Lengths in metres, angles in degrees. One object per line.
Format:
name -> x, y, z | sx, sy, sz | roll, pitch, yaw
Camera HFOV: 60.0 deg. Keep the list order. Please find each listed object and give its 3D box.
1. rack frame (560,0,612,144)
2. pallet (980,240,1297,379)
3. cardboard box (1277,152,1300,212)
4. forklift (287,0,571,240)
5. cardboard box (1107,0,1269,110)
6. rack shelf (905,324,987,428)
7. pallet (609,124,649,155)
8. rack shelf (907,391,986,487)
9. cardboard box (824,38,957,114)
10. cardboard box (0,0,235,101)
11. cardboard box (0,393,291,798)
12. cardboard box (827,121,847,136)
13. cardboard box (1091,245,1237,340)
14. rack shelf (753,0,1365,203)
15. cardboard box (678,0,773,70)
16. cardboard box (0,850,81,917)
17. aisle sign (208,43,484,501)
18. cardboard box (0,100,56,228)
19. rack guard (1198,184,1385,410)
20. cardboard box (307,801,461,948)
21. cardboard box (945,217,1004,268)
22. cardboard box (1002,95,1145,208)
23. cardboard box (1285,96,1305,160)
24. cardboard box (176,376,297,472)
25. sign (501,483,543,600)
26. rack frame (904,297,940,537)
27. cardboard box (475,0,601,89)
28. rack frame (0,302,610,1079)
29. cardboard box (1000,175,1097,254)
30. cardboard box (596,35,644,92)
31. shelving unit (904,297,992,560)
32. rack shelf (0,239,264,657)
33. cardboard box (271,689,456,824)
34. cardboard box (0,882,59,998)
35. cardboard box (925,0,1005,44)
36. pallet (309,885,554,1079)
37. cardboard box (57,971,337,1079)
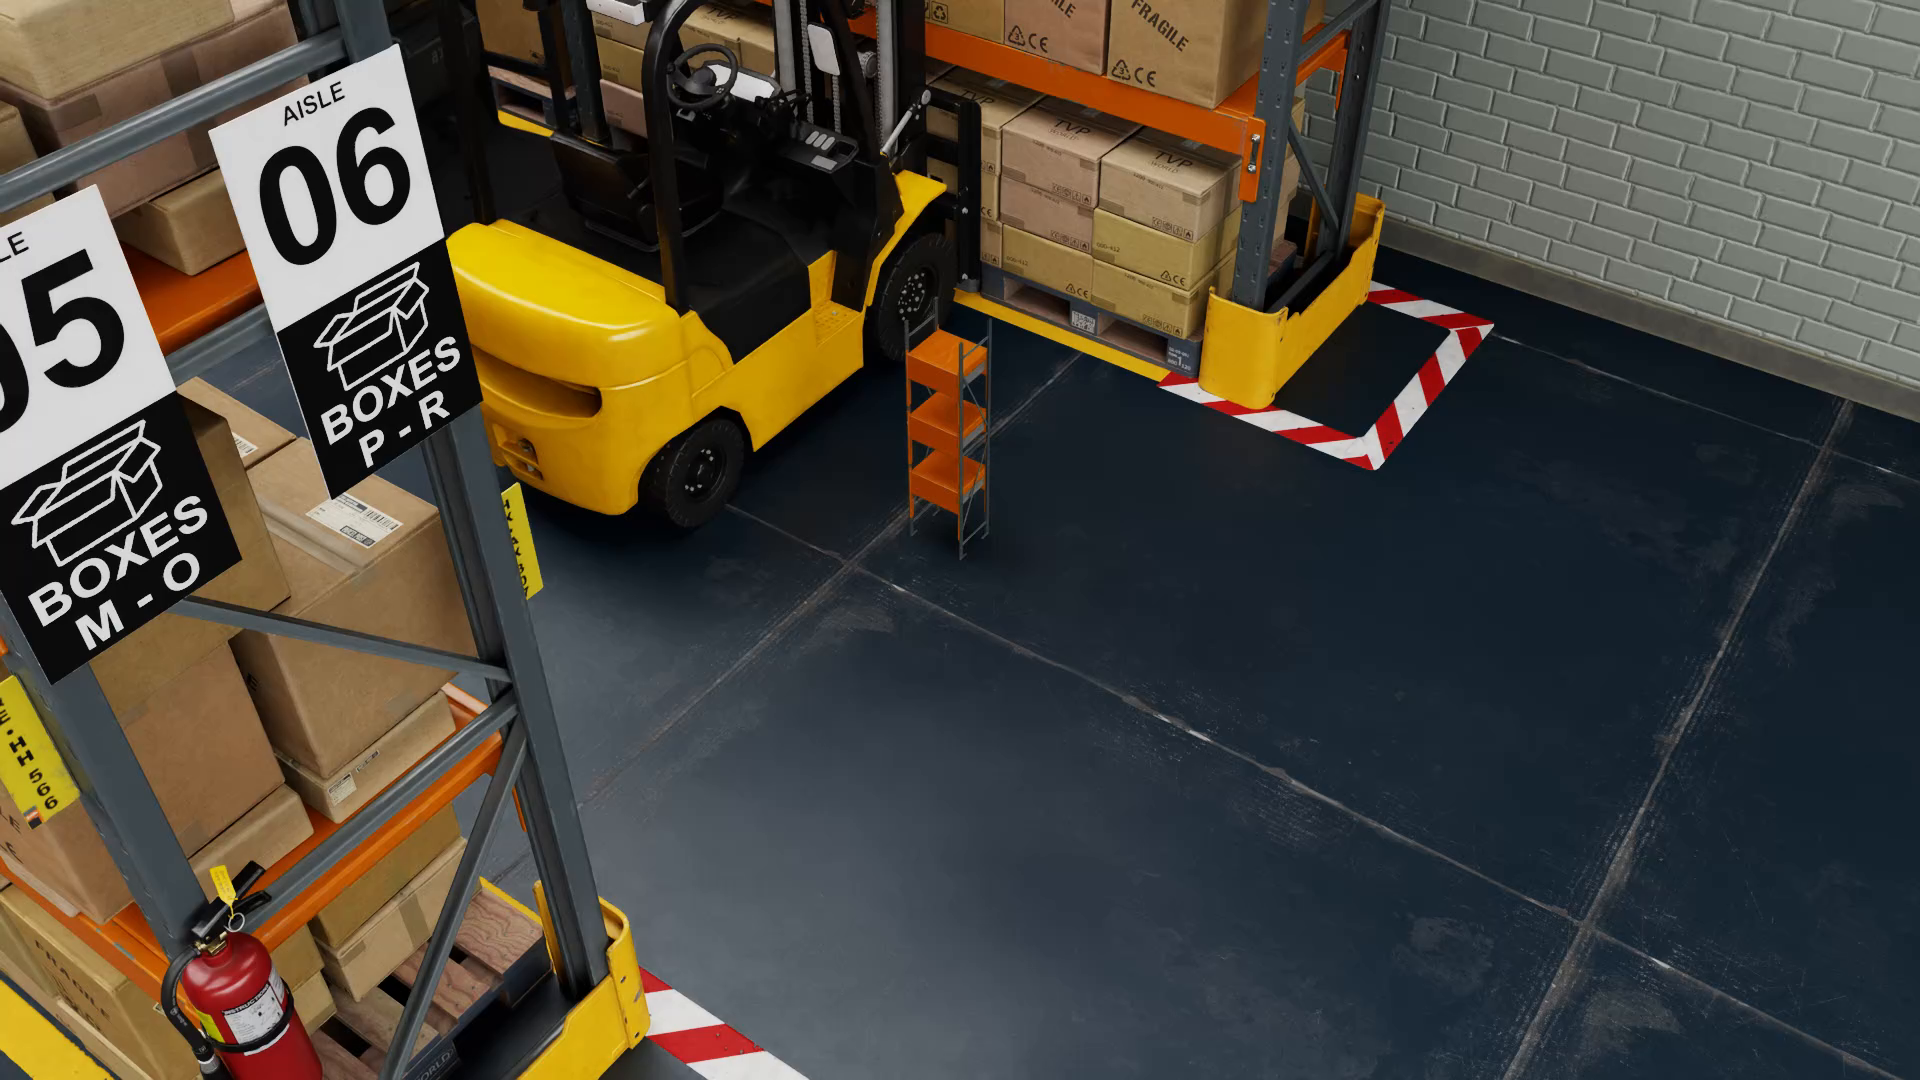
rack frame -> -1.764, -3.606, 8.531 | 0.127, 3.000, 1.000 | 25, 48, 25
pallet -> 0.860, -1.305, 8.050 | 1.213, 0.211, 1.003 | 25, 48, 25
cardboard box -> 1.245, -1.686, 7.757 | 0.500, 0.250, 0.500 | 26, 48, 26
forklift -> -2.452, -2.604, 7.462 | 3.031, 2.935, 1.130 | 19, 45, 20
cardboard box -> 0.957, -2.157, 6.836 | 0.500, 0.500, 0.500 | 24, 47, 24
rack shelf -> -0.044, -0.615, 6.241 | 0.240, 0.259, 0.215 | 25, 48, 25
pallet -> -1.137, -2.240, 9.095 | 1.213, 0.211, 1.003 | 25, 48, 25
rack shelf -> -0.044, -0.404, 6.430 | 0.240, 0.259, 0.215 | 25, 48, 25
cardboard box -> -0.296, -2.163, 7.915 | 0.500, 0.250, 0.500 | 24, 47, 25
cardboard box -> -1.510, -0.932, 2.883 | 0.250, 0.149, 0.380 | 25, 47, 25
cardboard box -> -1.880, 0.040, 3.408 | 0.500, 0.500, 0.700 | 24, 47, 24
cardboard box -> -0.314, -1.986, 8.092 | 0.500, 0.250, 0.500 | 25, 47, 25
cardboard box -> 0.945, -1.214, 7.604 | 0.500, 0.250, 0.500 | 25, 48, 26
rack shelf -> -0.127, -2.572, 7.915 | 4.000, 0.370, 1.077 | 25, 48, 25
cardboard box -> -1.136, -2.553, 8.351 | 0.500, 0.250, 0.500 | 25, 48, 25
cardboard box -> -2.037, 0.668, 3.943 | 0.250, 0.149, 0.380 | 25, 47, 25
aisle sign -> -1.108, -0.478, 3.085 | 0.004, 0.787, 0.394 | 25, 48, 25
cardboard box -> -1.910, -0.585, 2.794 | 0.500, 0.250, 0.500 | 24, 47, 25
rack guard -> 1.530, -1.134, 7.642 | 0.348, 0.500, 1.175 | 25, 48, 25
cardboard box -> -1.858, 0.757, 4.839 | 0.500, 0.500, 0.500 | 24, 47, 24
cardboard box -> 0.138, -1.606, 8.042 | 0.500, 0.250, 0.500 | 26, 48, 26
cardboard box -> 0.533, -1.777, 7.484 | 0.500, 0.250, 0.500 | 26, 48, 26
cardboard box -> 1.226, -1.866, 7.584 | 0.500, 0.250, 0.500 | 24, 47, 25
cardboard box -> -1.991, -0.041, 4.248 | 0.500, 0.500, 0.500 | 27, 48, 27
sign -> -1.025, 0.018, 3.831 | 0.005, 0.325, 0.100 | 25, 48, 25
rack frame -> -0.144, -0.458, 6.475 | 0.008, 1.050, 0.200 | 25, 48, 25
cardboard box -> -2.198, -3.071, 9.399 | 0.625, 0.625, 0.875 | 27, 48, 27
rack frame -> -1.336, 0.637, 3.789 | 0.127, 3.000, 1.000 | 25, 48, 25
cardboard box -> 0.528, -1.606, 7.668 | 0.500, 0.250, 0.500 | 25, 47, 25
cardboard box -> -1.545, -2.570, 8.745 | 0.500, 0.250, 0.500 | 25, 47, 25
shelving unit -> -0.044, -0.412, 6.423 | 0.252, 1.050, 0.215 | 25, 48, 25
rack shelf -> -2.974, -0.979, 3.884 | 4.000, 0.370, 1.077 | 25, 48, 25
cardboard box -> -1.496, 0.487, 4.144 | 0.250, 0.149, 0.380 | 25, 48, 25
cardboard box -> -2.571, 0.863, 4.721 | 0.500, 0.500, 0.500 | 27, 48, 27
cardboard box -> 0.118, -2.557, 7.283 | 0.500, 0.500, 0.500 | 24, 47, 25
pallet -> -2.043, 1.316, 5.120 | 1.213, 0.211, 1.003 | 25, 48, 25
cardboard box -> -2.172, 1.333, 4.758 | 0.500, 0.250, 0.500 | 25, 47, 25
